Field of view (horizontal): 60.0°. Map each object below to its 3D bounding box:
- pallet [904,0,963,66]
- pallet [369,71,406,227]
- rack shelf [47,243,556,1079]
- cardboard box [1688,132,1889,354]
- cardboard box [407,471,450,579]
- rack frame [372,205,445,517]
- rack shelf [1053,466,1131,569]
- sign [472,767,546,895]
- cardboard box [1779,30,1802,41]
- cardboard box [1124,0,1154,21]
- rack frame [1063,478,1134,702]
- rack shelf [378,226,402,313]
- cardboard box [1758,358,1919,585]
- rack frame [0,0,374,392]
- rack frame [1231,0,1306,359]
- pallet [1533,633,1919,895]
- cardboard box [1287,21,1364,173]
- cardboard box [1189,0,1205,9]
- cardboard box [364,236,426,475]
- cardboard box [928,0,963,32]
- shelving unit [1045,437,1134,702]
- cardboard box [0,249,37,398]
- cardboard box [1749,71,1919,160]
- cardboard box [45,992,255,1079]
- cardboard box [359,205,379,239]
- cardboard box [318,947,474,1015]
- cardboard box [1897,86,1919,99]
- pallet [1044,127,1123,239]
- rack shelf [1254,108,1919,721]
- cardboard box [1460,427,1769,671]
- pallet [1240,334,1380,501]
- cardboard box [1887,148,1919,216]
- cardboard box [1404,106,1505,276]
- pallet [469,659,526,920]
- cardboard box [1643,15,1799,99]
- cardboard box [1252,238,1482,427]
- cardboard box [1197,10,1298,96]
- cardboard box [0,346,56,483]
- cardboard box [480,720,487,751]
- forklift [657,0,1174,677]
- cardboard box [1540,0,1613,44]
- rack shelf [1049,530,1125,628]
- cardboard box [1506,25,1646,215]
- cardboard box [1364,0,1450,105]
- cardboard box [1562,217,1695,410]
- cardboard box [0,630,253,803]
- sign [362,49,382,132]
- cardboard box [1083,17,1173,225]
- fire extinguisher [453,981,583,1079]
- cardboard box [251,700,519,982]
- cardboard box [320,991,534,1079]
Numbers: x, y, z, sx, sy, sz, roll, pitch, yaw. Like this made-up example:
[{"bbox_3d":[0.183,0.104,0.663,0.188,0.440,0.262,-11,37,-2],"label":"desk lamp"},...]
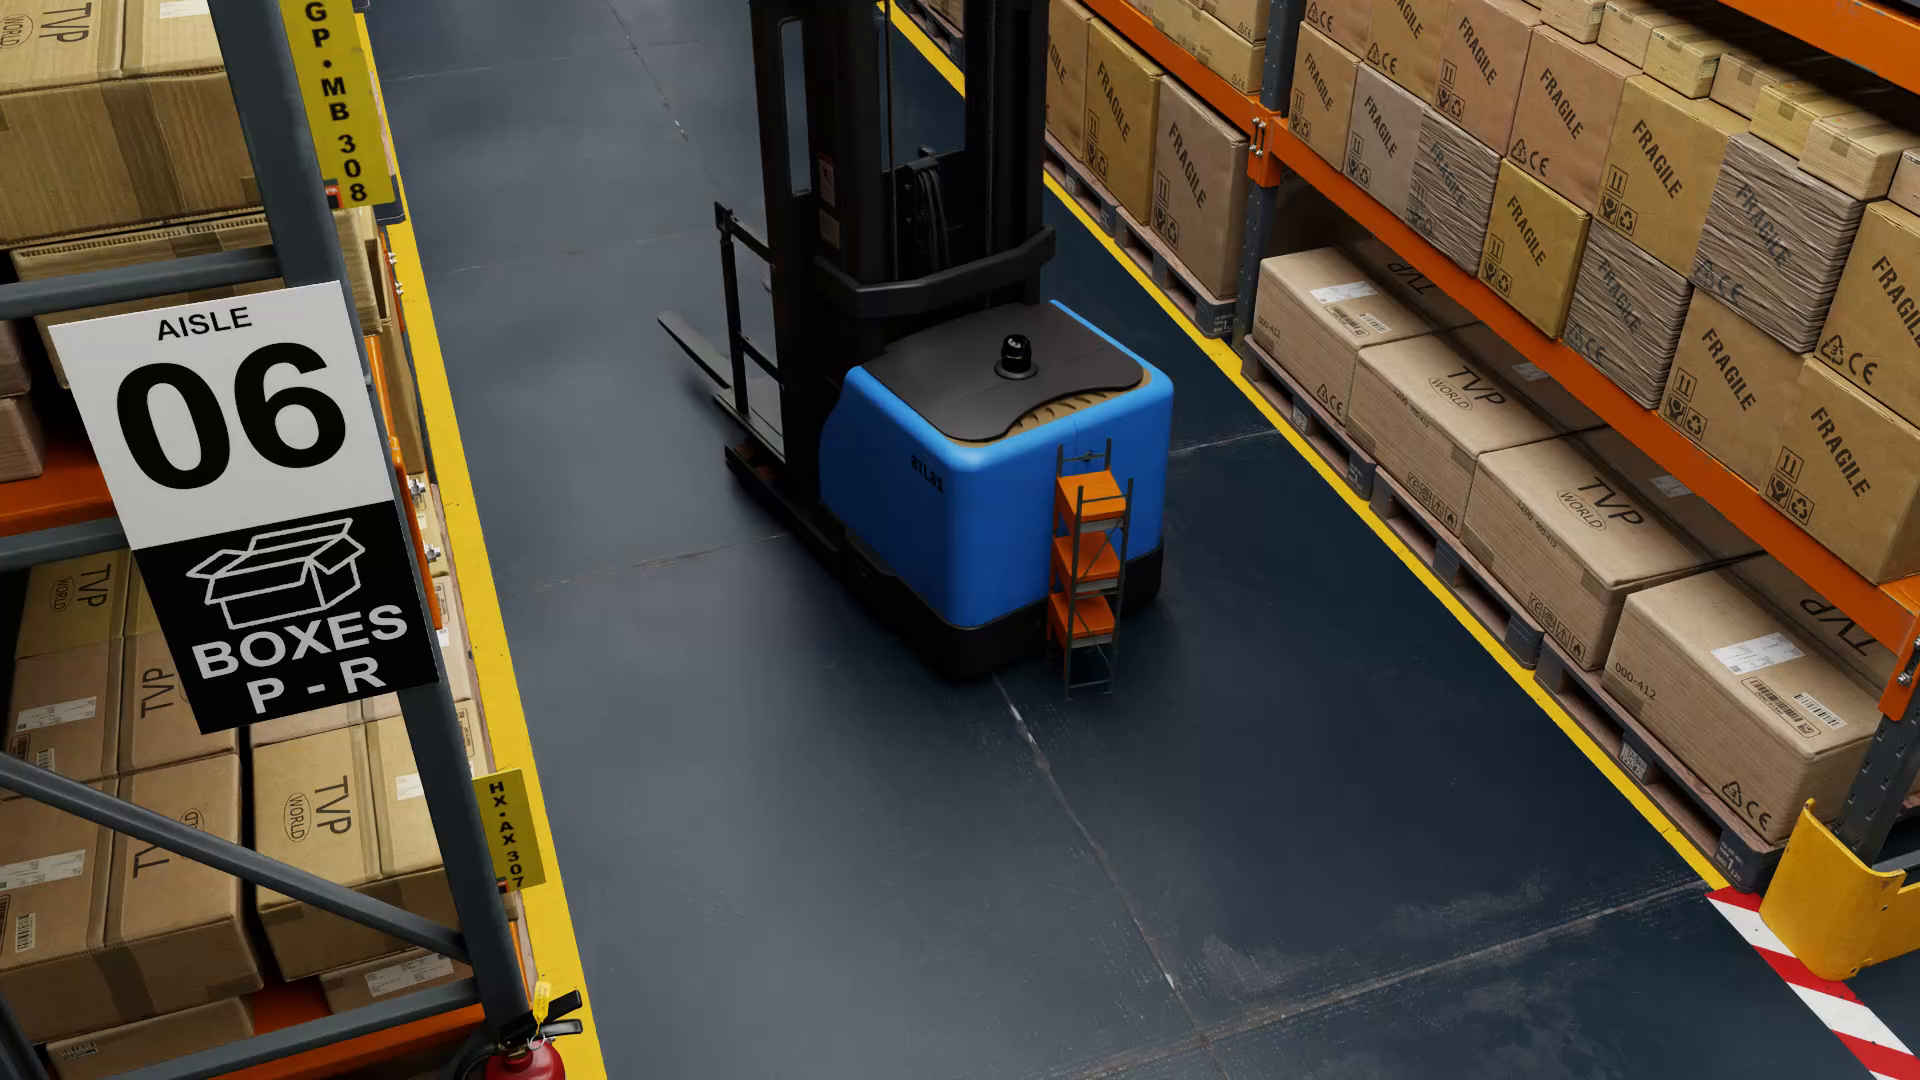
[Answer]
[{"bbox_3d":[0.241,-3.842,12.176,1.003,0.211,1.213,-12,39,-16],"label":"pallet"},{"bbox_3d":[-2.947,-1.622,7.070,1.003,0.211,1.213,-12,39,-16],"label":"pallet"},{"bbox_3d":[-2.086,0.192,5.100,1.077,0.370,4.000,-12,39,-16],"label":"rack shelf"},{"bbox_3d":[2.665,-0.947,5.099,0.500,0.500,0.500,-12,39,-16],"label":"cardboard box"},{"bbox_3d":[-1.652,0.093,4.510,0.500,0.250,0.500,-13,39,-17],"label":"cardboard box"},{"bbox_3d":[-2.774,-1.225,6.383,1.000,3.000,0.127,-12,39,-16],"label":"rack frame"},{"bbox_3d":[0.475,-0.082,6.024,0.215,0.259,0.240,-9,40,-11],"label":"rack shelf"},{"bbox_3d":[-0.888,0.576,3.272,0.100,0.325,0.005,-12,39,-16],"label":"sign"},{"bbox_3d":[2.967,-1.687,5.544,0.380,0.149,0.250,-12,39,-16],"label":"cardboard box"},{"bbox_3d":[1.164,-2.973,8.828,0.500,0.250,0.500,-13,39,-17],"label":"cardboard box"},{"bbox_3d":[0.501,0.204,6.107,0.200,1.050,0.008,-9,40,-11],"label":"rack frame"},{"bbox_3d":[-3.462,-2.067,8.099,1.077,0.370,4.000,-12,39,-16],"label":"rack shelf"},{"bbox_3d":[2.847,-0.253,5.009,0.500,0.500,0.500,-12,39,-16],"label":"cardboard box"},{"bbox_3d":[-1.398,-1.362,1.578,1.000,3.000,0.127,-12,39,-16],"label":"rack frame"},{"bbox_3d":[1.885,-2.255,7.750,1.000,3.000,0.127,-12,39,-16],"label":"rack frame"},{"bbox_3d":[2.913,0.683,6.168,1.003,0.211,1.213,-12,39,-16],"label":"pallet"},{"bbox_3d":[1.801,-1.975,7.296,0.500,0.500,0.500,-11,38,-14],"label":"cardboard box"},{"bbox_3d":[1.326,-2.874,8.282,0.500,0.250,0.500,-12,38,-15],"label":"cardboard box"},{"bbox_3d":[-1.817,-0.483,4.652,0.500,0.500,0.500,-11,38,-15],"label":"cardboard box"},{"bbox_3d":[0.323,-3.954,11.841,0.950,0.372,0.625,-15,40,-19],"label":"cardboard box"},{"bbox_3d":[0.472,0.128,6.198,0.215,1.050,0.252,-9,40,-11],"label":"shelving unit"},{"bbox_3d":[-1.806,-0.417,2.695,0.500,0.250,0.500,-13,39,-17],"label":"cardboard box"},{"bbox_3d":[2.624,-1.272,4.993,0.380,0.149,0.250,-12,39,-15],"label":"cardboard box"},{"bbox_3d":[-1.764,1.003,3.634,0.380,0.149,0.250,-13,39,-16],"label":"cardboard box"},{"bbox_3d":[-2.370,-1.047,6.024,0.500,0.250,0.500,-11,38,-15],"label":"cardboard box"},{"bbox_3d":[-1.253,0.893,3.781,0.380,0.149,0.250,-13,39,-16],"label":"cardboard box"},{"bbox_3d":[3.153,-1.400,5.162,0.380,0.149,0.250,-14,39,-17],"label":"cardboard box"},{"bbox_3d":[1.125,-2.252,10.064,1.003,0.211,1.213,-12,39,-16],"label":"pallet"},{"bbox_3d":[2.573,-0.838,6.467,1.077,0.370,4.000,-12,39,-16],"label":"rack shelf"},{"bbox_3d":[2.618,-0.007,6.546,0.875,0.438,0.875,-11,38,-15],"label":"cardboard box"},{"bbox_3d":[2.073,-0.695,7.997,1.003,0.211,1.213,-12,39,-16],"label":"pallet"},{"bbox_3d":[2.840,-0.993,4.622,0.380,0.149,0.250,-12,39,-15],"label":"cardboard box"},{"bbox_3d":[2.135,-1.408,6.543,0.500,0.500,0.500,-12,39,-16],"label":"cardboard box"},{"bbox_3d":[-2.115,0.967,5.790,1.003,0.211,1.213,-12,39,-16],"label":"pallet"},{"bbox_3d":[2.459,-1.564,5.380,0.380,0.149,0.250,-12,38,-15],"label":"cardboard box"},{"bbox_3d":[2.000,-1.022,7.894,0.875,0.438,0.875,-13,39,-17],"label":"cardboard box"},{"bbox_3d":[1.494,-2.396,8.063,0.500,0.250,0.500,-13,39,-17],"label":"cardboard box"},{"bbox_3d":[-1.725,-0.196,2.733,0.380,0.149,0.250,-11,38,-15],"label":"cardboard box"},{"bbox_3d":[-1.865,0.690,5.569,0.500,0.500,0.500,-12,39,-15],"label":"cardboard box"},{"bbox_3d":[-0.411,-1.491,6.793,1.130,2.935,3.031,-22,42,-26],"label":"forklift"},{"bbox_3d":[2.256,-1.857,5.769,0.380,0.149,0.250,-12,39,-16],"label":"cardboard box"},{"bbox_3d":[0.472,0.136,6.205,0.215,0.259,0.240,-9,40,-11],"label":"rack shelf"},{"bbox_3d":[2.326,-1.511,5.849,0.500,0.500,0.500,-13,39,-16],"label":"cardboard box"},{"bbox_3d":[1.989,-2.088,6.615,0.500,0.500,0.500,-13,39,-17],"label":"cardboard box"},{"bbox_3d":[2.502,-0.828,5.773,0.500,0.500,0.500,-11,38,-15],"label":"cardboard box"},{"bbox_3d":[-1.982,0.479,3.998,0.500,0.250,0.500,-12,39,-16],"label":"cardboard box"},{"bbox_3d":[-2.267,-1.687,6.278,0.100,0.325,0.005,-12,39,-16],"label":"sign"},{"bbox_3d":[1.278,-2.416,9.381,0.875,0.875,0.875,-11,38,-15],"label":"cardboard box"},{"bbox_3d":[-0.913,1.202,3.535,0.296,0.674,0.183,-12,39,-16],"label":"fire extinguisher"},{"bbox_3d":[-1.301,0.664,3.753,0.500,0.250,0.500,-12,39,-16],"label":"cardboard box"},{"bbox_3d":[-1.519,1.499,4.493,0.797,0.503,0.637,-14,39,-18],"label":"cardboard box"}]
